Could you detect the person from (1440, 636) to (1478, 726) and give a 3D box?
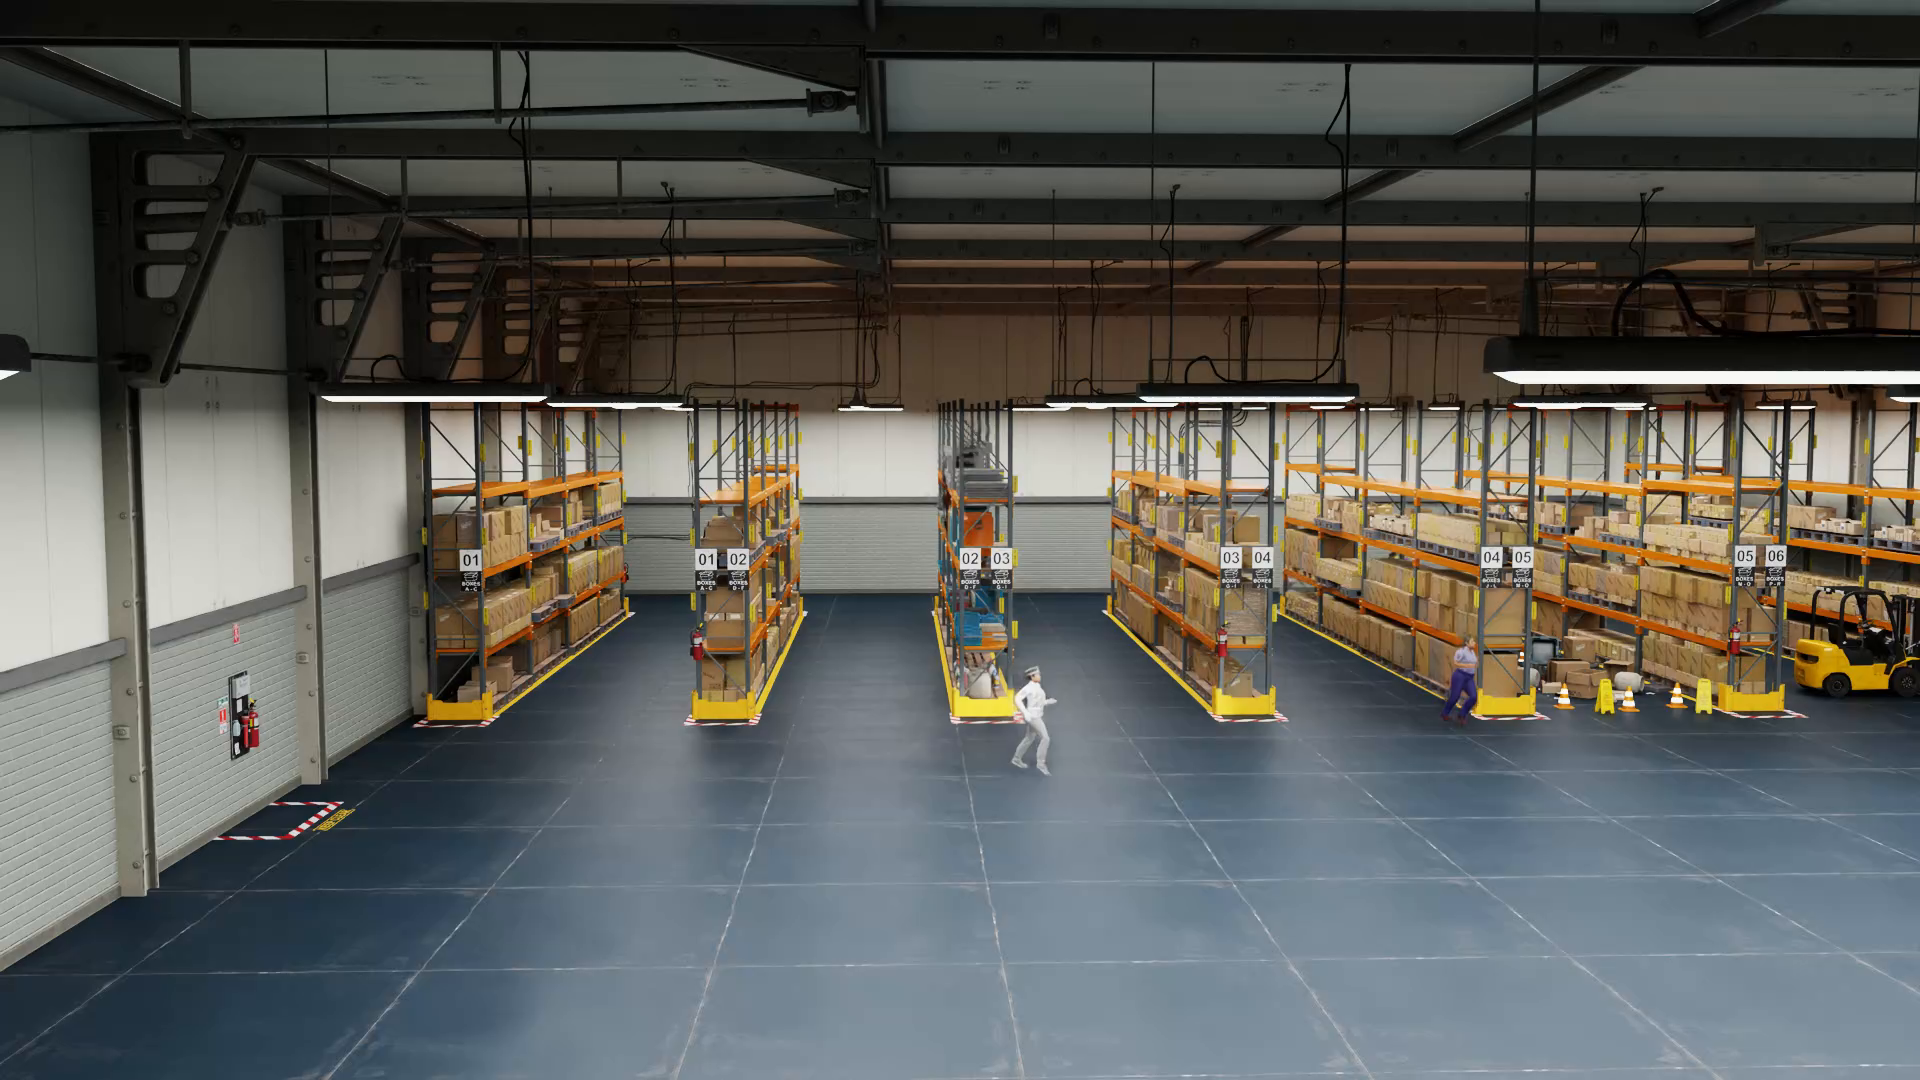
[{"bbox_3d":[9.318,2.601,30.702,0.630,1.664,0.679,-2,5,-25],"label":"person"}]

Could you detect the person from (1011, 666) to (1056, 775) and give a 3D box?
[{"bbox_3d":[1.167,2.870,26.489,0.752,1.755,0.577,1,4,13],"label":"person"}]

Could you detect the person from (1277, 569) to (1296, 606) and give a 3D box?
[{"bbox_3d":[9.656,1.141,49.095,0.696,1.693,0.724,2,5,29],"label":"person"}]

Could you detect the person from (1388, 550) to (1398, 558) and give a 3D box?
[{"bbox_3d":[12.918,1.120,49.126,0.835,1.791,0.699,0,4,3],"label":"person"}]
